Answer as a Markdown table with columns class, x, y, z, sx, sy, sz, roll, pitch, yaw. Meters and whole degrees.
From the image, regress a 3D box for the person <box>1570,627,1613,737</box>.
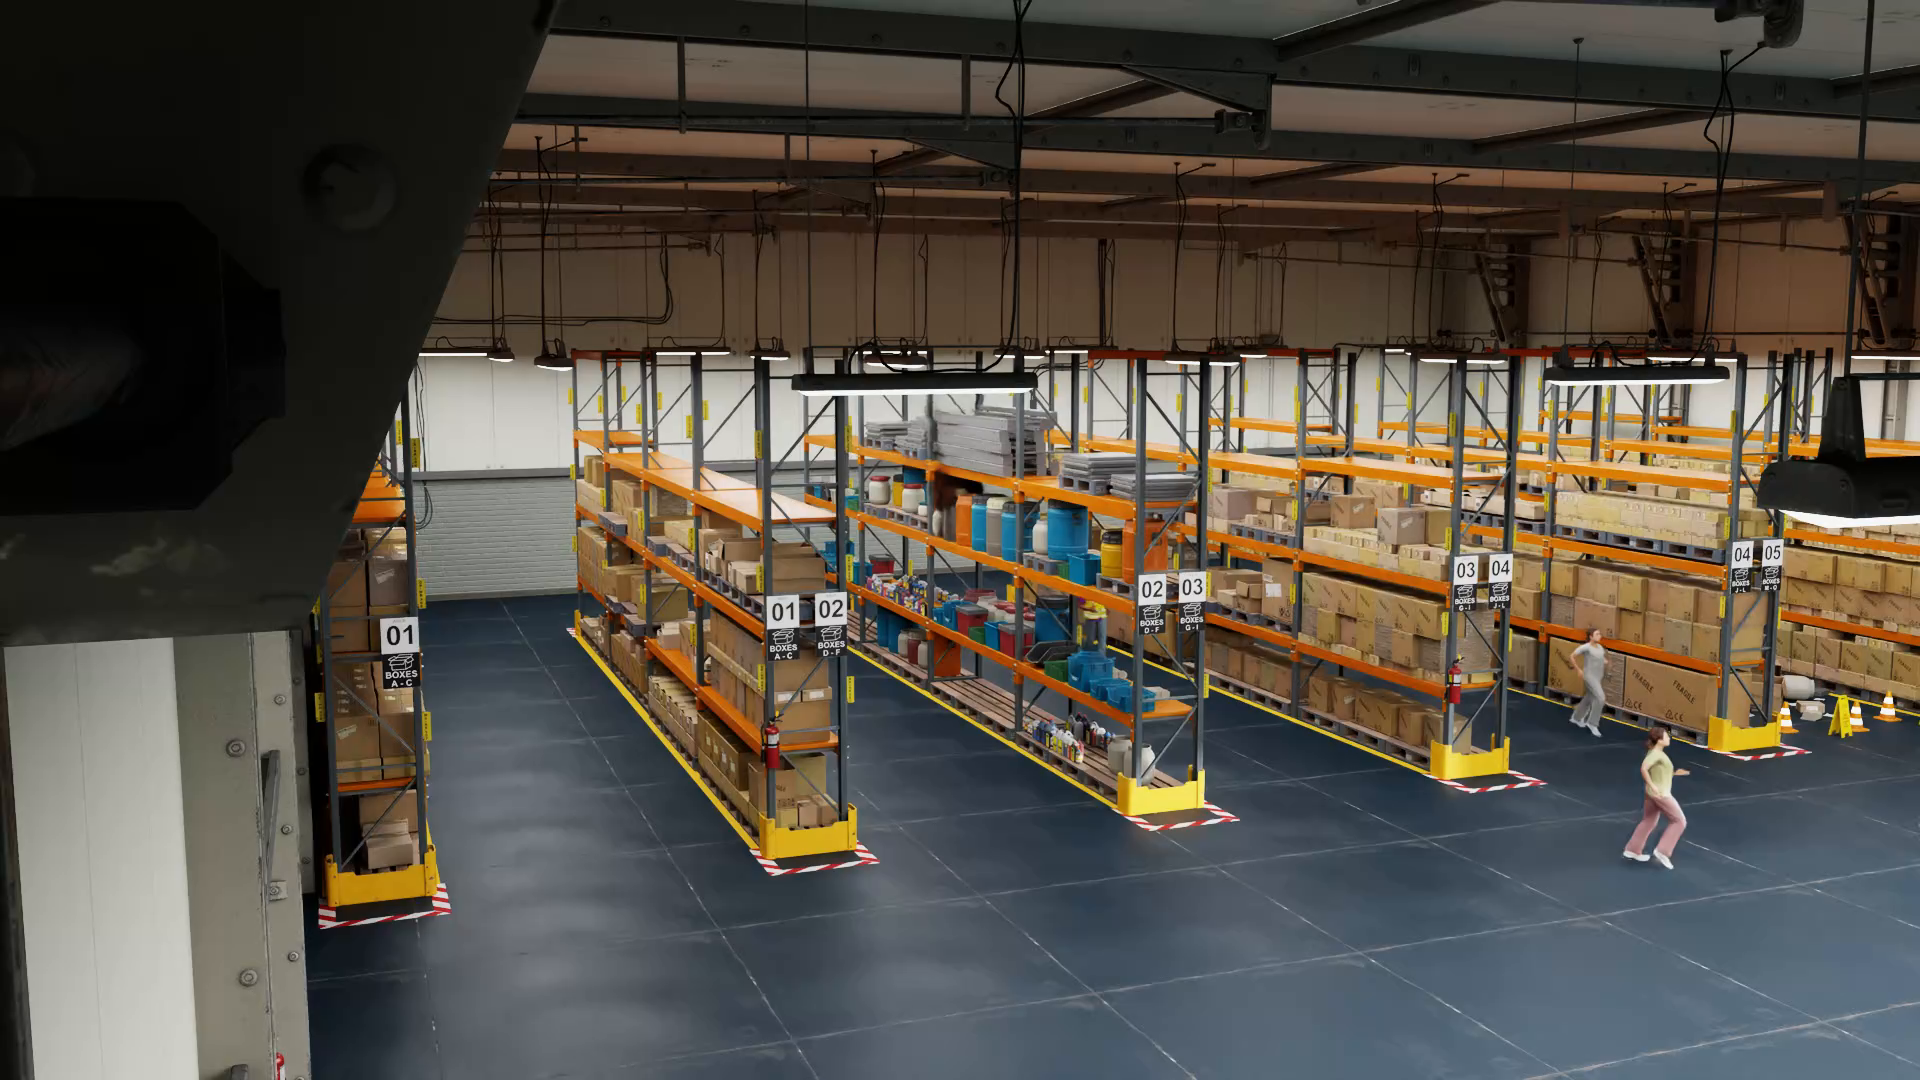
| class | x | y | z | sx | sy | sz | roll | pitch | yaw |
| --- | --- | --- | --- | --- | --- | --- | --- | --- | --- |
| person | 10.014 | 2.231 | 26.374 | 0.531 | 1.719 | 0.738 | -5 | 9 | -37 |

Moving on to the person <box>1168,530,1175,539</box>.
| class | x | y | z | sx | sy | sz | roll | pitch | yaw |
| --- | --- | --- | --- | --- | --- | --- | --- | --- | --- |
| person | 5.084 | 0.433 | 41.089 | 0.521 | 1.589 | 0.695 | -7 | 10 | -43 |

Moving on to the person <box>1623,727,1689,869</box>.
| class | x | y | z | sx | sy | sz | roll | pitch | yaw |
| --- | --- | --- | --- | --- | --- | --- | --- | --- | --- |
| person | 8.288 | 3.055 | 19.758 | 0.698 | 1.696 | 0.548 | 1 | 7 | 8 |

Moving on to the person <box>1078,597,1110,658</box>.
| class | x | y | z | sx | sy | sz | roll | pitch | yaw |
| --- | --- | --- | --- | --- | --- | --- | --- | --- | --- |
| person | 2.455 | 1.427 | 30.016 | 0.700 | 1.775 | 0.864 | -4 | 8 | -30 |
